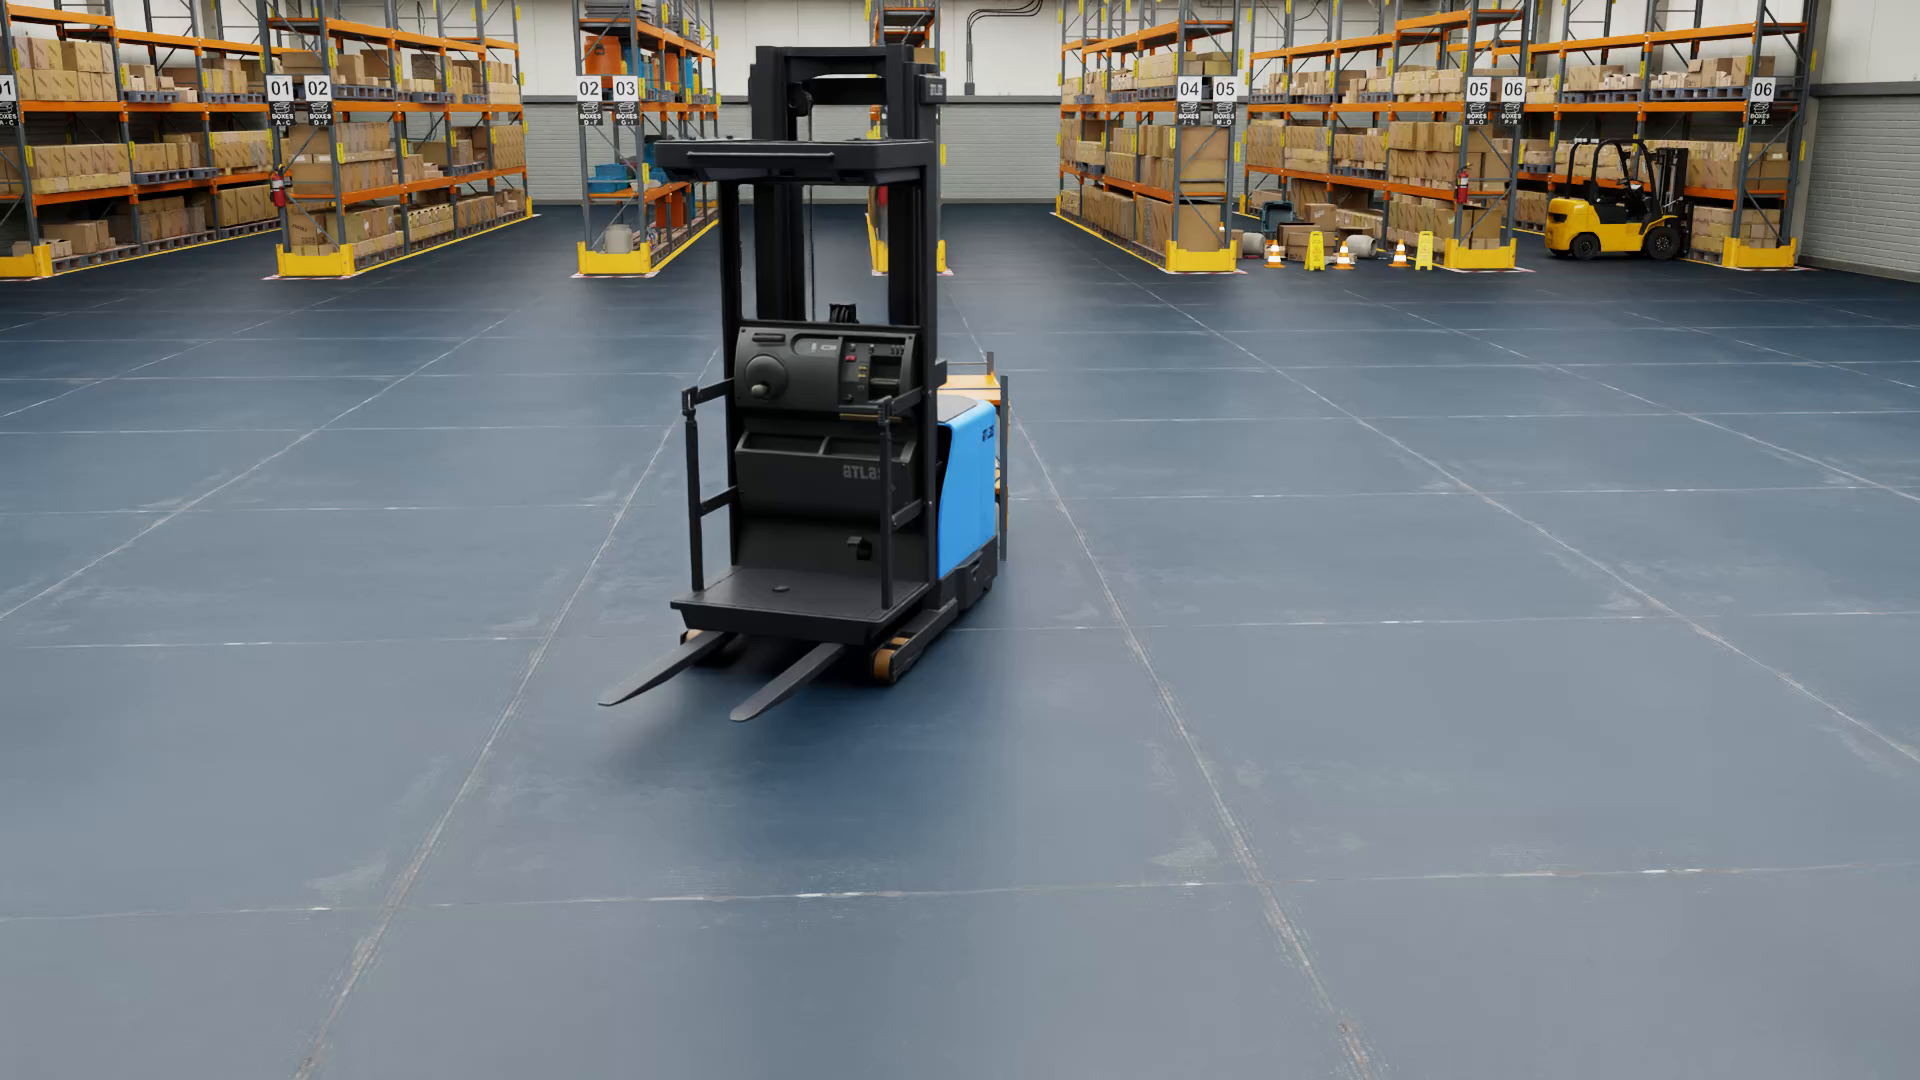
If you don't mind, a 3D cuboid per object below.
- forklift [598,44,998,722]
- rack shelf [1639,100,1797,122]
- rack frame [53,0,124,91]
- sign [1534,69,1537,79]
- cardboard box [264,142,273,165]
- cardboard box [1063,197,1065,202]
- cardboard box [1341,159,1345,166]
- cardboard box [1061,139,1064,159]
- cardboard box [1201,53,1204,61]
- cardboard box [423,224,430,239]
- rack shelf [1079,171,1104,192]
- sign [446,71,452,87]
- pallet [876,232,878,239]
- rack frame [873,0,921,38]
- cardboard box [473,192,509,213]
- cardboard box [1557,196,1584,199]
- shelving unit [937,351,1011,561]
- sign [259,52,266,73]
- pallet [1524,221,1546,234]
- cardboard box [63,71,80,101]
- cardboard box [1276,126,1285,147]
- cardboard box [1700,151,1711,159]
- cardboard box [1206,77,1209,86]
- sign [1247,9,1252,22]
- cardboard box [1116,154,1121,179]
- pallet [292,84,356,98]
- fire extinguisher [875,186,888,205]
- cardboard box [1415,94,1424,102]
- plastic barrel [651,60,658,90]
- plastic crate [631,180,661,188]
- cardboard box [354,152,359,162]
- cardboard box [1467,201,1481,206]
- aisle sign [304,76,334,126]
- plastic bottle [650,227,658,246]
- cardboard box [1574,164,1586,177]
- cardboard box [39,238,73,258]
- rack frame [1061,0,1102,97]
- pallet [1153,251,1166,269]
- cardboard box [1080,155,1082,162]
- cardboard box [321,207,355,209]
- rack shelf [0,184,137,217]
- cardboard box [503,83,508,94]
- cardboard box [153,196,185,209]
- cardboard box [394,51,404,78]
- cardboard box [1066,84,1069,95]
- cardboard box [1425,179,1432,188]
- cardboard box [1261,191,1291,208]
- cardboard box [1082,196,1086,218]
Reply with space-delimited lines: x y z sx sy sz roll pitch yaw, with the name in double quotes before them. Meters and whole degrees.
"forklift" -0.731 -0.851 7.950 1.130 2.935 3.031 5 15 18
"rack shelf" 13.887 -7.869 30.515 1.077 0.370 4.000 -1 14 -3
"rack frame" -15.913 -9.708 30.197 1.000 3.000 0.127 -1 14 -3
"sign" 13.821 -11.155 40.014 0.100 0.325 0.005 -1 14 -3
"cardboard box" -16.129 -8.883 38.194 0.500 0.500 0.500 -1 14 -4
"cardboard box" 2.868 -8.831 43.111 0.380 0.149 0.250 -1 14 -4
"cardboard box" 8.351 -8.038 35.408 0.380 0.149 0.250 -2 15 -7
"cardboard box" 2.884 -10.144 43.135 0.500 0.500 0.500 0 14 -1
"cardboard box" 4.374 -8.334 28.739 0.380 0.149 0.250 -1 14 -3
"cardboard box" -10.812 -6.112 32.935 0.500 0.250 0.500 -1 14 -5
"rack shelf" 3.503 -8.227 37.925 1.077 0.370 4.000 -1 14 -3
"sign" -10.663 -9.622 34.689 0.100 0.325 0.005 -1 14 -3
"pallet" -1.210 -6.179 34.118 1.003 0.211 1.213 -1 14 -3
"rack frame" -1.329 -10.932 34.955 1.000 3.000 0.127 -1 14 -3
"cardboard box" -11.586 -8.341 41.050 0.797 0.503 0.637 -1 14 -3
"cardboard box" 13.540 -7.155 36.238 0.875 0.625 0.625 0 14 -2
"shelving unit" 0.000 -0.546 10.393 0.538 1.125 1.048 -1 14 -3
"sign" -11.264 -7.723 26.886 0.100 0.325 0.005 -1 14 -3
"pallet" 13.507 -7.093 37.670 1.003 0.211 1.213 -1 14 -3
"cardboard box" -15.525 -7.801 28.567 0.500 0.500 0.500 0 14 0
"cardboard box" 8.009 -9.820 40.466 0.500 0.500 0.500 -1 14 -4
"cardboard box" 13.642 -6.968 30.086 0.380 0.149 0.250 -1 14 -5
"cardboard box" 4.405 -7.825 28.359 0.380 0.149 0.250 -1 14 -3
"sign" 7.512 -13.597 43.119 0.100 0.325 0.005 -1 14 -3
"cardboard box" 3.479 -7.635 33.979 0.500 0.500 0.500 -1 14 -4
"pallet" -10.739 -7.471 27.701 1.003 0.211 1.213 -1 14 -3
"fire extinguisher" -1.287 -5.964 27.841 0.296 0.674 0.183 -1 14 -3
"cardboard box" 8.576 -8.112 30.521 0.380 0.149 0.250 -1 14 -5
"plastic barrel" -6.398 -9.240 33.539 0.600 0.830 0.708 -1 14 -3
"plastic crate" -5.672 -6.428 30.017 0.530 0.136 0.437 -1 14 -3
"cardboard box" -10.596 -6.605 28.676 0.380 0.149 0.250 -1 14 -5
"cardboard box" 12.918 -8.354 41.619 0.396 0.266 0.258 0 14 -1
"aisle sign" -10.412 -7.132 27.010 0.394 0.787 0.004 -1 14 -3
"plastic bottle" -5.666 -5.602 30.711 0.144 0.351 0.185 -1 14 -4
"cardboard box" 13.364 -7.817 35.190 0.500 0.250 0.500 -1 14 -5
"cardboard box" -15.654 -5.034 28.584 0.500 0.311 0.500 0 14 1
"rack frame" 3.132 -12.973 42.888 1.000 3.000 0.127 -1 14 -3
"pallet" 3.995 -4.936 29.285 1.003 0.211 1.213 -1 14 -3
"cardboard box" 2.994 -8.856 38.587 0.380 0.149 0.250 -1 14 -3
"cardboard box" -11.191 -5.746 30.009 0.500 0.500 0.500 -1 14 -3
"rack shelf" -15.789 -5.957 29.101 1.077 0.370 4.000 -1 14 -3
"cardboard box" -11.330 -10.989 40.496 0.500 0.250 0.500 -1 14 -3
"cardboard box" -16.091 -6.842 33.727 0.500 0.250 0.500 -1 14 -2
"cardboard box" -11.026 -9.122 31.892 0.500 0.500 0.500 1 14 2
"cardboard box" 2.952 -11.321 41.784 0.500 0.250 0.500 -1 14 -3
"cardboard box" 8.671 -6.475 30.176 0.380 0.149 0.250 -1 14 -4
"cardboard box" 8.272 -8.742 42.781 0.875 0.438 0.875 0 14 -2
"cardboard box" 3.161 -7.878 39.298 0.500 0.500 0.500 0 14 -1
